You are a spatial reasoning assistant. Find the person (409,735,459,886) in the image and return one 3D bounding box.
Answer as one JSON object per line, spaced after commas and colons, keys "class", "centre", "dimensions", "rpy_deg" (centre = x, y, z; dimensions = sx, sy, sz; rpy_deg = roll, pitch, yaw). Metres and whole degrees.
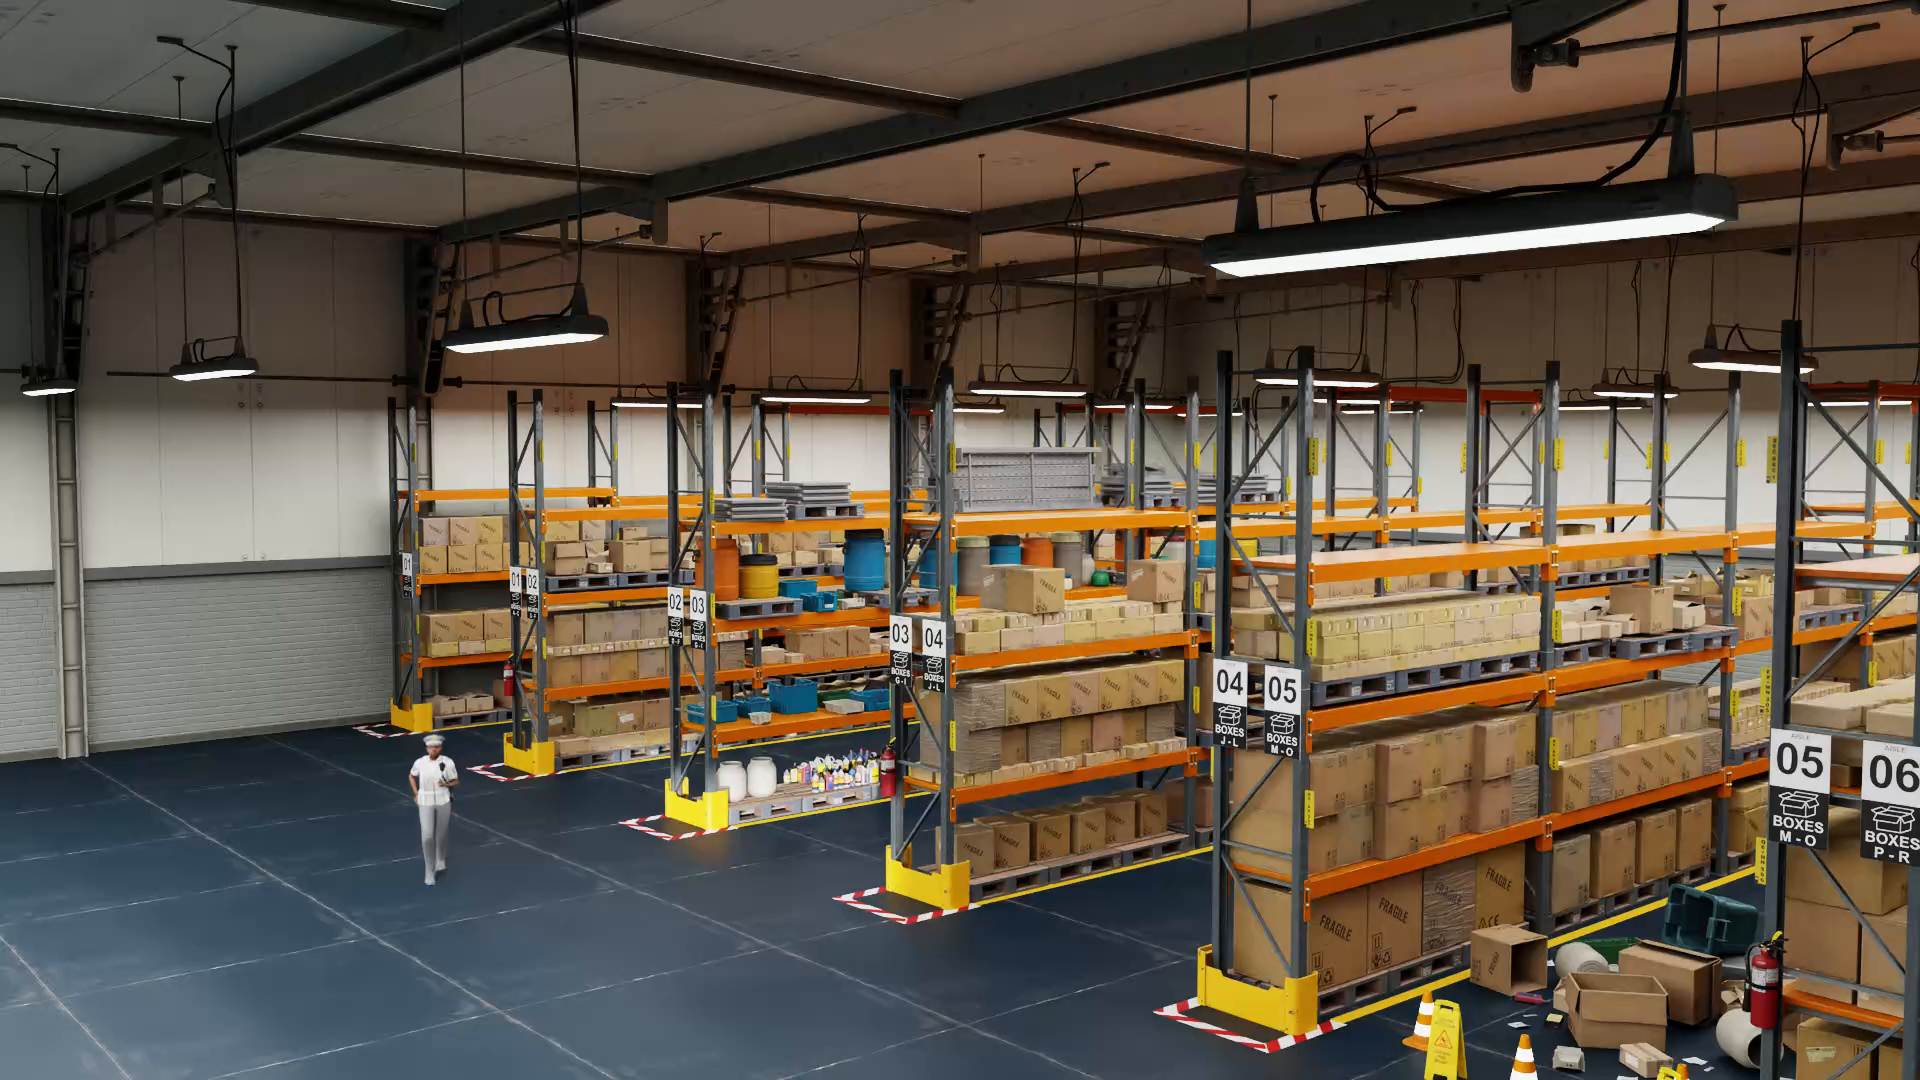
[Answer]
{"class": "person", "centre": [-6.220, 3.163, 19.698], "dimensions": [0.558, 1.754, 0.725], "rpy_deg": [-1, 4, -19]}
